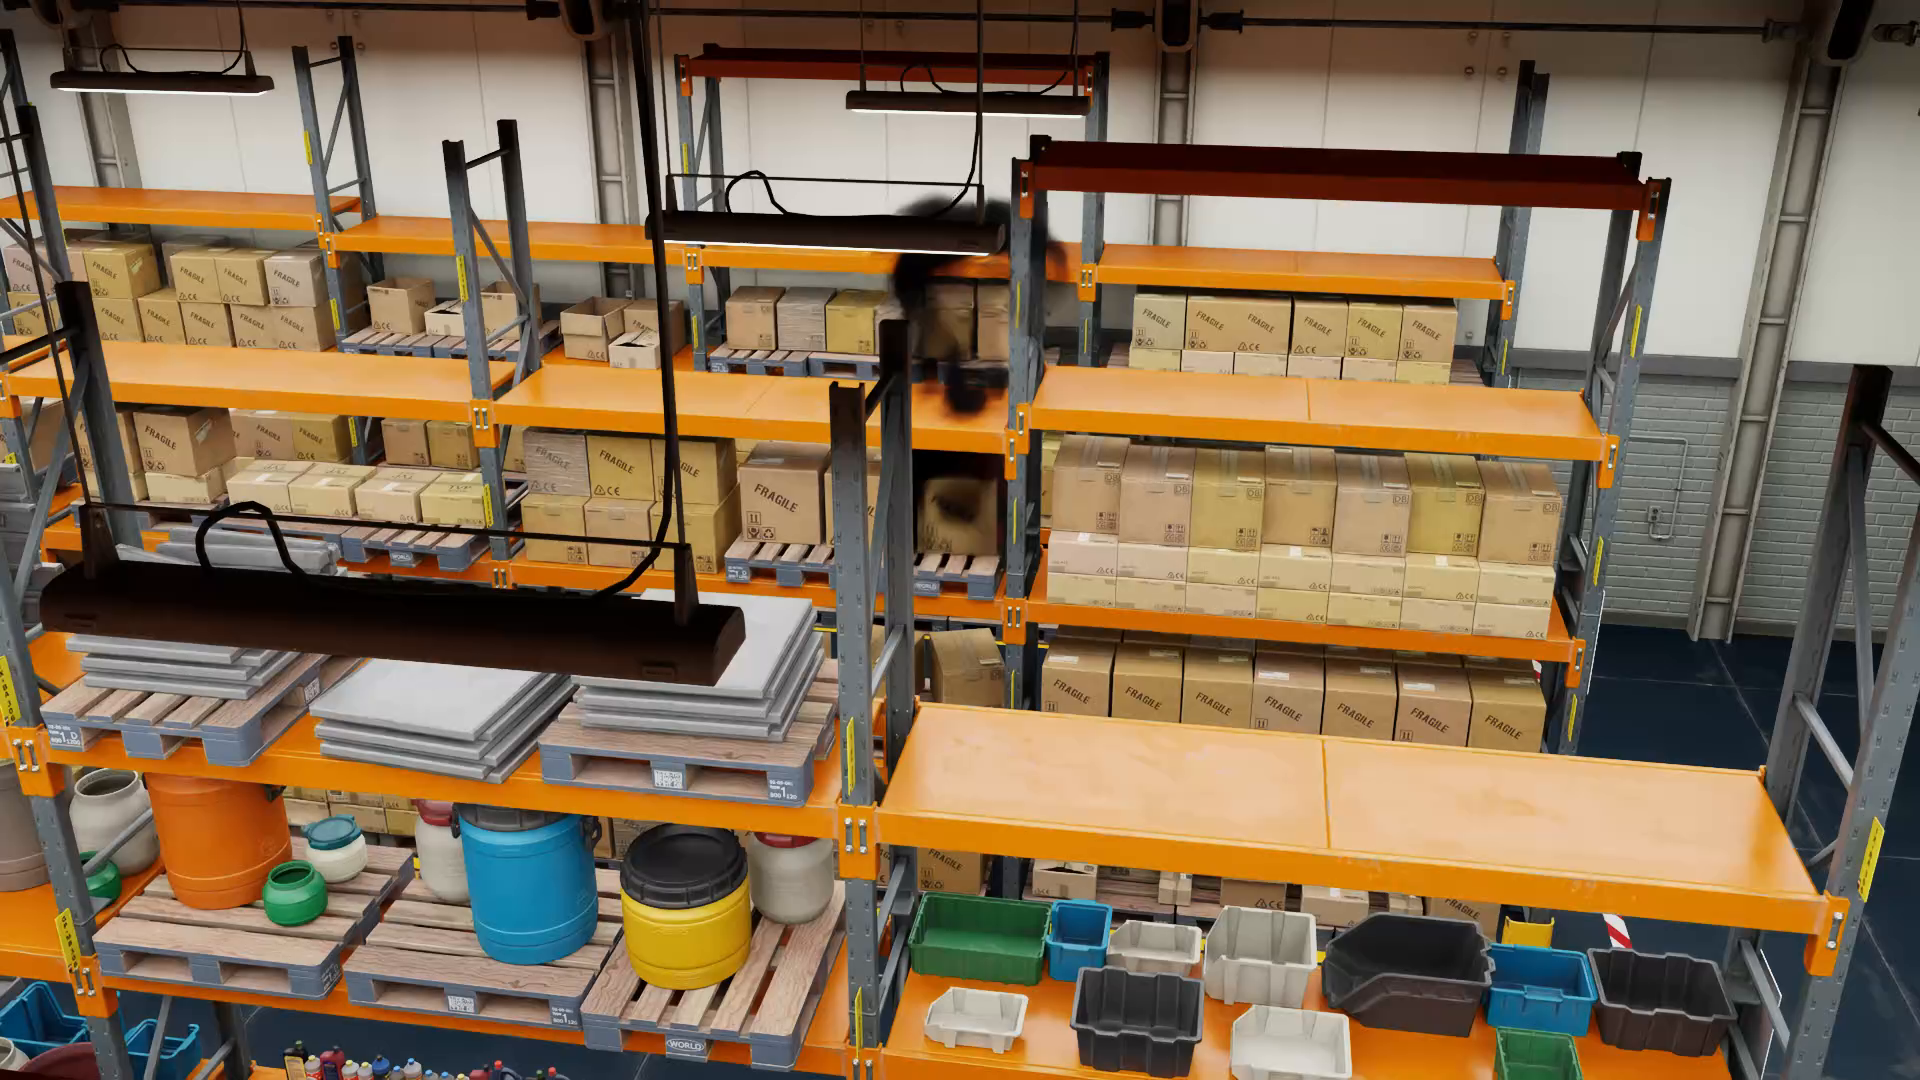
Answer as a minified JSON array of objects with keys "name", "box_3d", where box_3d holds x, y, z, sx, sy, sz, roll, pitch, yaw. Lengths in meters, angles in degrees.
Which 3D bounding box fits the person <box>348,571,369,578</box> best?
[{"name":"person","box_3d":[-5.885,0.896,16.227,0.833,1.588,0.693,-4,23,-9]}]
